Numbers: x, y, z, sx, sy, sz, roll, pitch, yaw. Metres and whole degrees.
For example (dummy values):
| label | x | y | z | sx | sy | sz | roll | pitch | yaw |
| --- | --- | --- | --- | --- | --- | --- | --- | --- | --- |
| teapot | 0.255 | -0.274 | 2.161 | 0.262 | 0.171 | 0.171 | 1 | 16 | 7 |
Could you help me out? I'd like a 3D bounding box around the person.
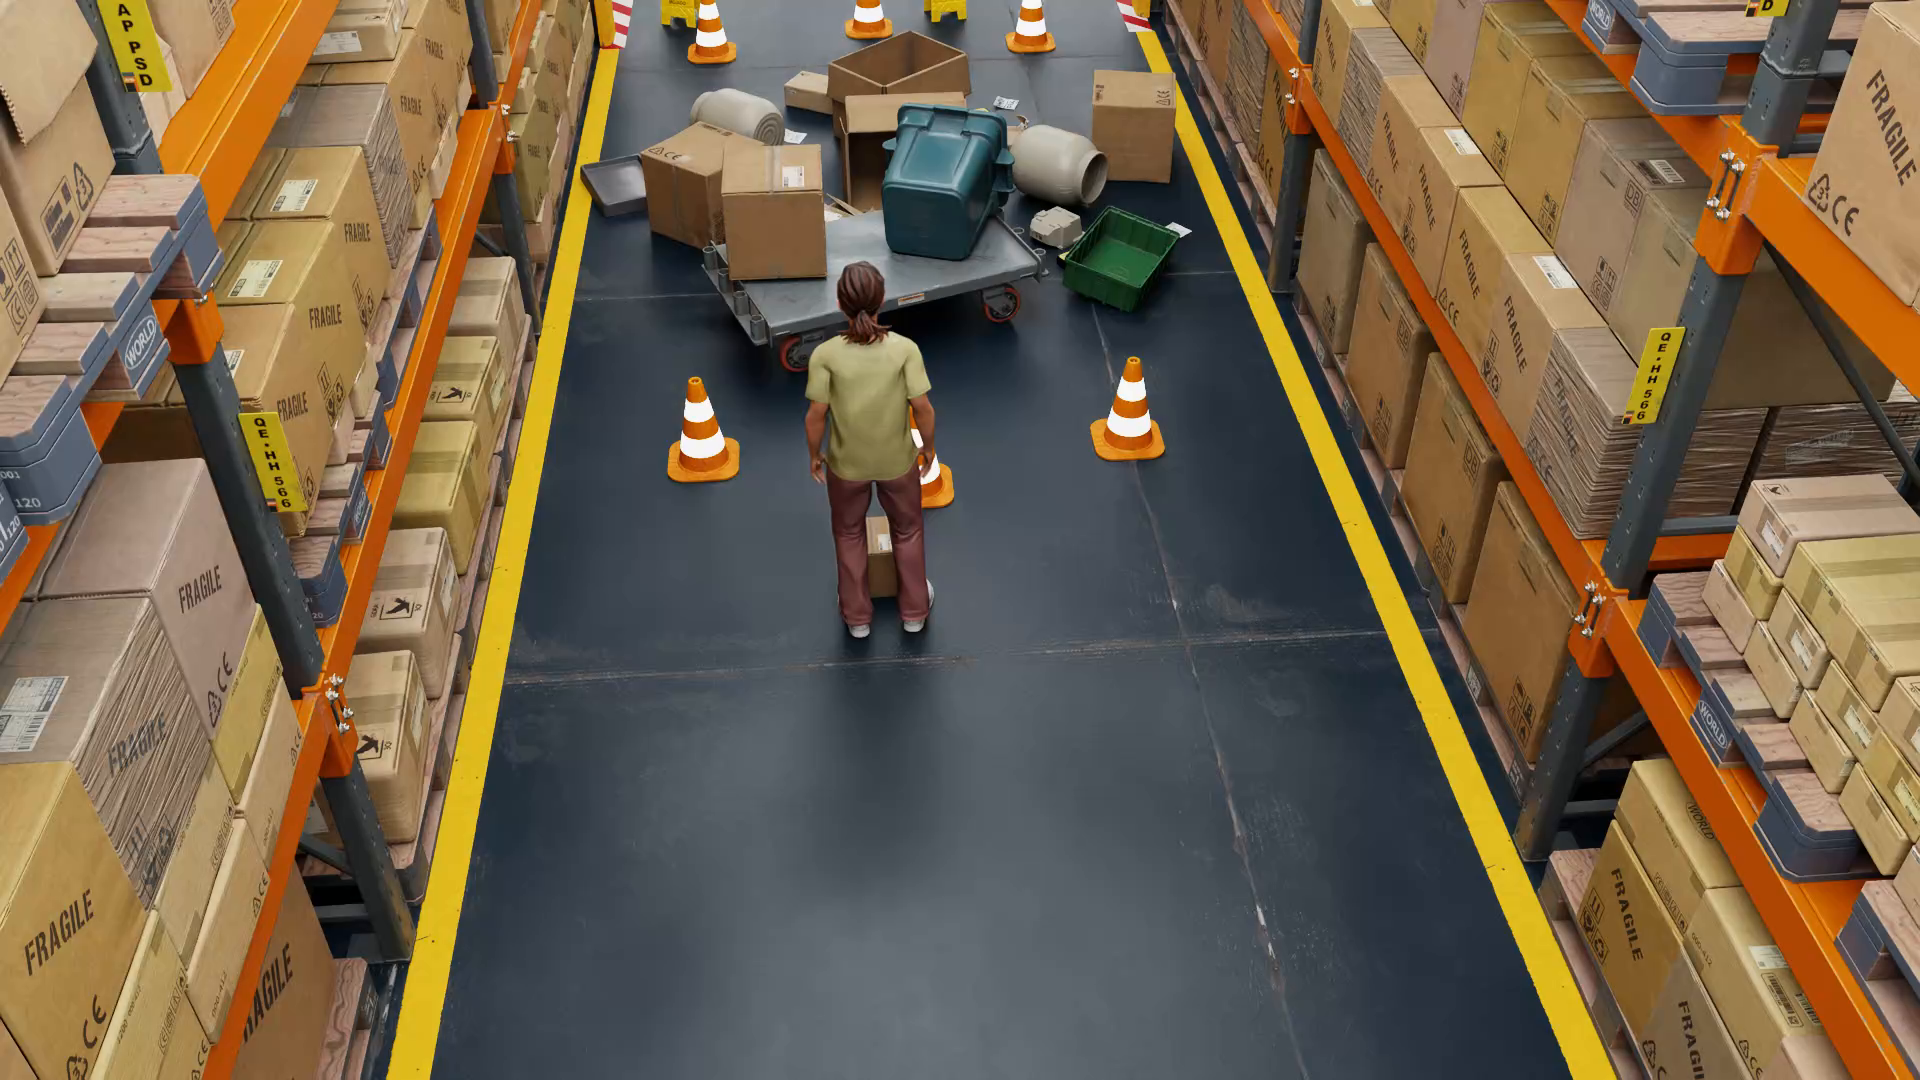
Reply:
| label | x | y | z | sx | sy | sz | roll | pitch | yaw |
| --- | --- | --- | --- | --- | --- | --- | --- | --- | --- |
| person | -0.348 | -0.321 | 6.548 | 0.499 | 1.673 | 0.355 | -3 | 39 | -4 |
